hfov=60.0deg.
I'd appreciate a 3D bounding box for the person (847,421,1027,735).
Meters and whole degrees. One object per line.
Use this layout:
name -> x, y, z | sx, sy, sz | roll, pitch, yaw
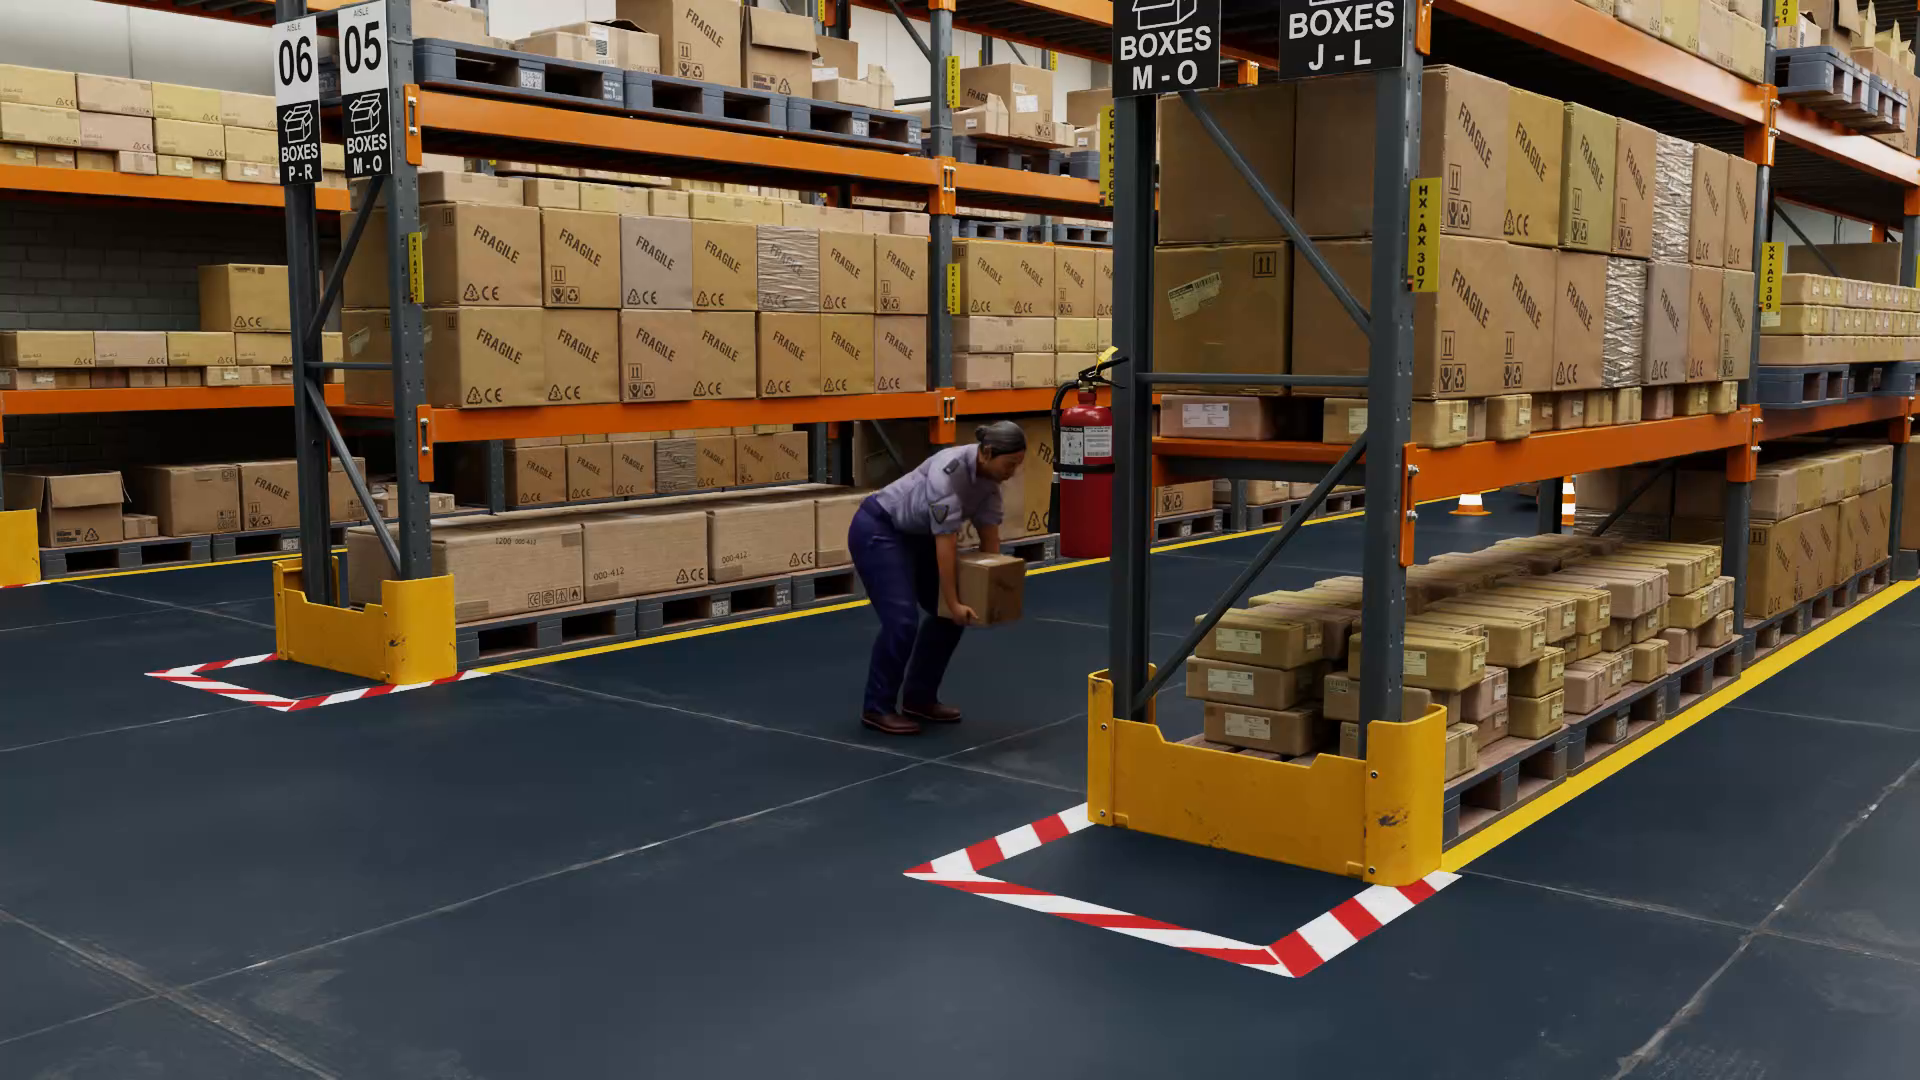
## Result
person -> -0.078, 0.153, 6.956 | 0.815, 1.315, 0.466 | 5, 8, 37
